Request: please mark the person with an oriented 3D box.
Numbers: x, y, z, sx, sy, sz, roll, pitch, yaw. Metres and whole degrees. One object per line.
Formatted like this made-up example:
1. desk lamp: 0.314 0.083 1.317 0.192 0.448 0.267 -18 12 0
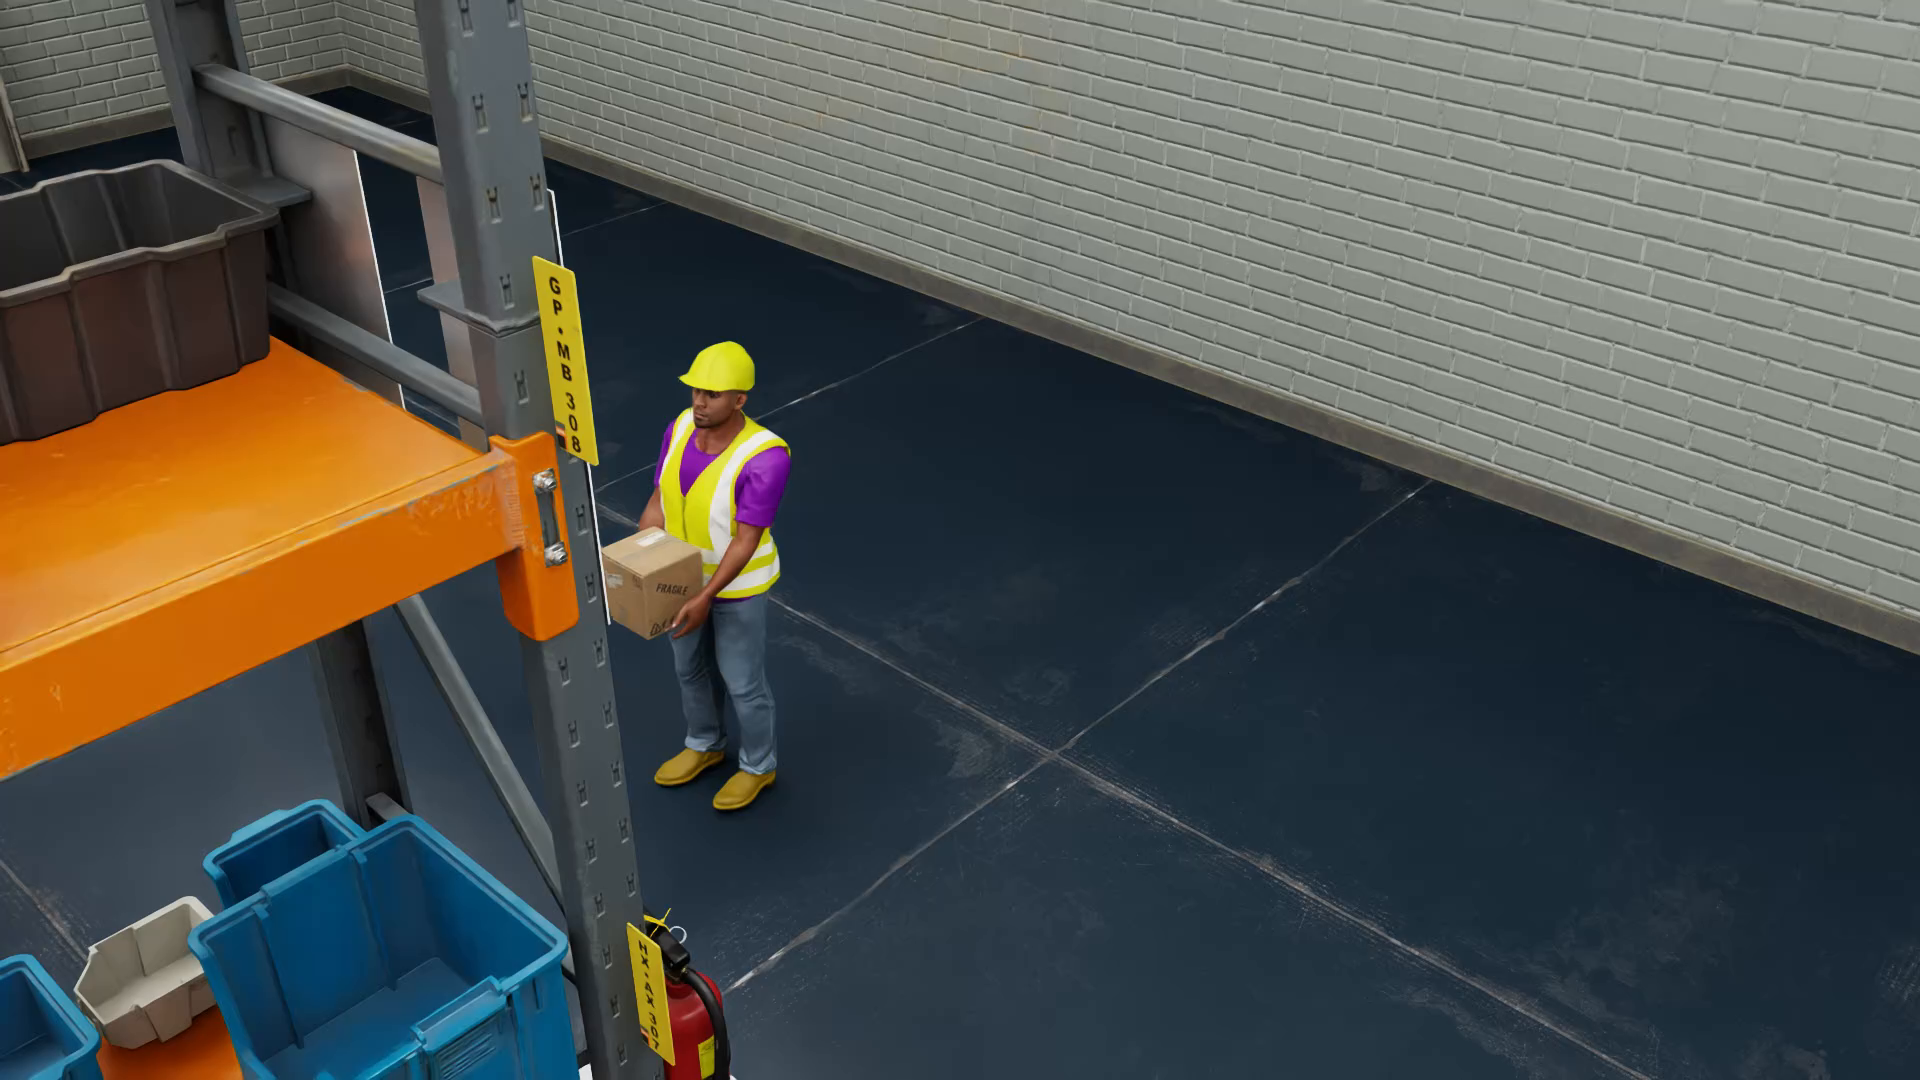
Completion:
1. person: -0.880 0.152 5.824 0.602 1.771 0.484 -2 31 -3
